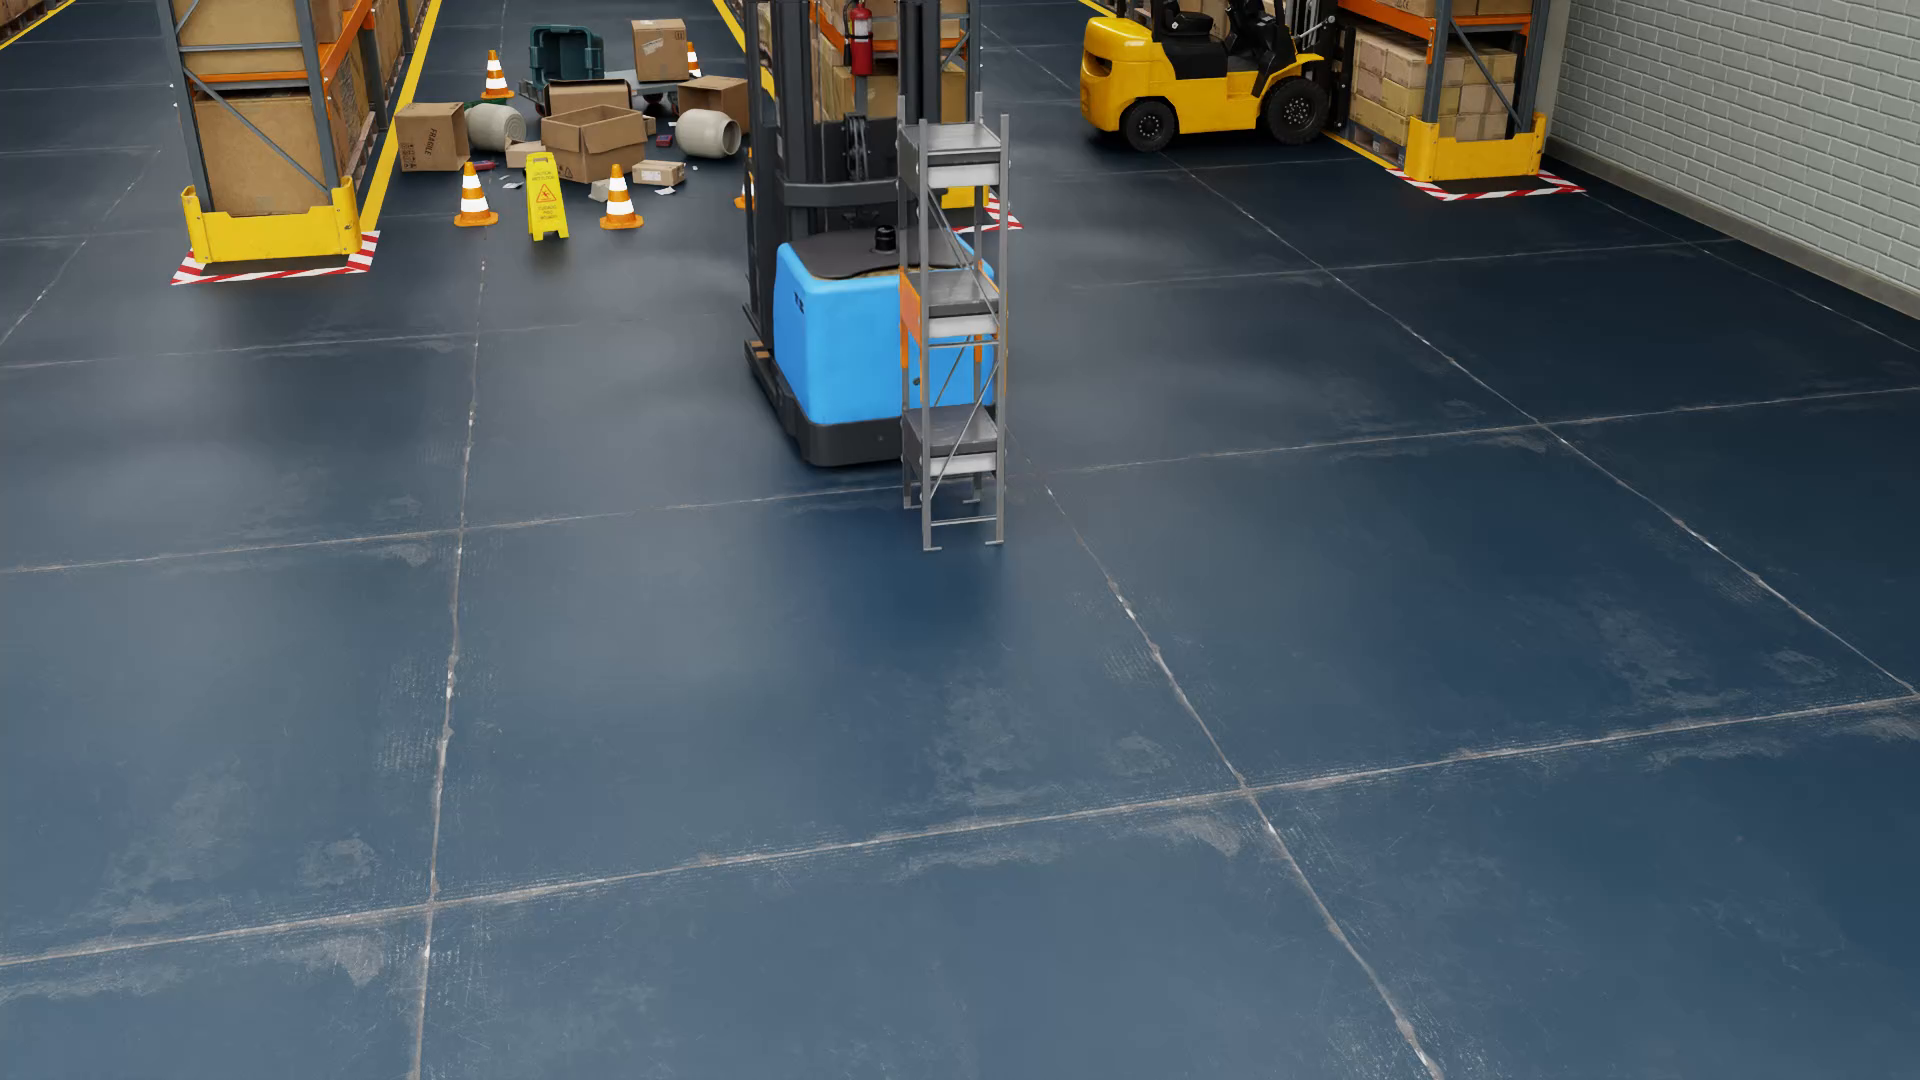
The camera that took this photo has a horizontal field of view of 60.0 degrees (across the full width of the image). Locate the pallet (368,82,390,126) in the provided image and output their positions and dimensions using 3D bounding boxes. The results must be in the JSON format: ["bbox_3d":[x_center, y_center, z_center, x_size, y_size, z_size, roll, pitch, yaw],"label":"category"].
[{"bbox_3d":[-6.288,-4.368,16.670,1.003,0.211,1.213,-6,27,-12],"label":"pallet"}]

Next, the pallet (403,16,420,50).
[{"bbox_3d":[-7.117,-6.136,20.173,1.003,0.211,1.213,-6,27,-12],"label":"pallet"}]

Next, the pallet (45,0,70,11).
[{"bbox_3d":[-12.794,-7.432,22.740,1.003,0.211,1.213,-6,27,-12],"label":"pallet"}]

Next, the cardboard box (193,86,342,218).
[{"bbox_3d":[-5.357,-3.056,12.868,0.875,0.875,0.875,-6,27,-11],"label":"cardboard box"}]

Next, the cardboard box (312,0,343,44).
[{"bbox_3d":[-5.416,-4.249,13.173,0.875,0.550,0.550,-6,27,-12],"label":"cardboard box"}]

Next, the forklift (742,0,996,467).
[{"bbox_3d":[-0.712,-2.344,9.641,1.130,2.935,3.031,-8,28,-15],"label":"forklift"}]

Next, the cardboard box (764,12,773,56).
[{"bbox_3d":[-1.685,-5.694,18.652,0.950,0.372,0.625,-5,27,-10],"label":"cardboard box"}]

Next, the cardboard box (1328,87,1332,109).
[{"bbox_3d":[3.736,-4.378,16.181,0.500,0.250,0.500,-5,27,-10],"label":"cardboard box"}]

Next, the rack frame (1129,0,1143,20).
[{"bbox_3d":[2.693,-8.091,20.951,1.000,3.000,0.127,-6,27,-12],"label":"rack frame"}]

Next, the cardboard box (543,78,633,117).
[{"bbox_3d":[-3.421,-3.943,15.353,0.797,0.637,0.503,-6,27,-12],"label":"cardboard box"}]

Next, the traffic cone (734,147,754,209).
[{"bbox_3d":[-1.693,-2.998,13.677,0.336,0.463,0.334,-6,27,-12],"label":"traffic cone"}]

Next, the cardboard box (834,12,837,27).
[{"bbox_3d":[-0.834,-4.318,13.755,0.380,0.149,0.250,-6,27,-12],"label":"cardboard box"}]

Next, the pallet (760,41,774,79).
[{"bbox_3d":[-1.696,-5.462,18.838,1.003,0.211,1.213,-6,27,-12],"label":"pallet"}]

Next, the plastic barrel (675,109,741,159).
[{"bbox_3d":[-2.280,-3.676,15.063,0.512,0.421,0.421,13,30,24],"label":"plastic barrel"}]

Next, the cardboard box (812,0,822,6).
[{"bbox_3d":[-1.119,-4.876,14.860,0.380,0.149,0.250,-6,27,-12],"label":"cardboard box"}]

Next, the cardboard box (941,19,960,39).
[{"bbox_3d":[-0.214,-4.131,13.384,0.380,0.149,0.250,-6,27,-11],"label":"cardboard box"}]

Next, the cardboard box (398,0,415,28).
[{"bbox_3d":[-6.853,-6.446,20.000,0.500,0.500,0.500,-7,28,-14],"label":"cardboard box"}]

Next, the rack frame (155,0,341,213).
[{"bbox_3d":[-5.139,-3.526,11.907,1.000,3.000,0.127,-6,27,-12],"label":"rack frame"}]

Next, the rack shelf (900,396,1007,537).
[{"bbox_3d":[-0.037,-0.373,8.242,0.431,0.518,0.480,-6,27,-12],"label":"rack shelf"}]

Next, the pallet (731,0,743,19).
[{"bbox_3d":[-2.518,-7.228,22.337,1.003,0.211,1.213,-6,27,-12],"label":"pallet"}]

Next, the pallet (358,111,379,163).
[{"bbox_3d":[-5.946,-3.695,15.337,1.003,0.211,1.213,-6,27,-12],"label":"pallet"}]

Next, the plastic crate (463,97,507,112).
[{"bbox_3d":[-4.725,-4.109,16.119,0.450,0.188,0.662,-2,25,20],"label":"plastic crate"}]

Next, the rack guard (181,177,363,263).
[{"bbox_3d":[-5.134,-2.400,12.449,1.175,0.500,0.348,-6,27,-12],"label":"rack guard"}]

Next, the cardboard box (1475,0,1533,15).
[{"bbox_3d":[4.655,-4.869,14.457,0.500,0.500,0.500,-5,27,-10],"label":"cardboard box"}]

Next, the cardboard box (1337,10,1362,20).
[{"bbox_3d":[3.626,-5.054,16.410,0.500,0.250,0.500,-5,27,-10],"label":"cardboard box"}]

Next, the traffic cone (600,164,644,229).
[{"bbox_3d":[-2.698,-2.736,13.158,0.336,0.463,0.334,-6,27,-12],"label":"traffic cone"}]

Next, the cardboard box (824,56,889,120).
[{"bbox_3d":[-0.895,-3.922,14.444,0.500,0.500,0.500,-5,27,-10],"label":"cardboard box"}]

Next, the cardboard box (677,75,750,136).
[{"bbox_3d":[-2.325,-4.106,15.827,0.500,0.500,0.500,13,30,24],"label":"cardboard box"}]

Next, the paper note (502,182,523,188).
[{"bbox_3d":[-3.829,-3.042,14.245,0.144,0.017,0.142,3,27,6],"label":"paper note"}]

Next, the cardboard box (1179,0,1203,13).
[{"bbox_3d":[3.127,-6.361,19.694,0.875,0.625,0.625,-7,28,-14],"label":"cardboard box"}]

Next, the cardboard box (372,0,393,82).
[{"bbox_3d":[-6.482,-5.152,17.160,1.050,0.750,0.750,-6,27,-12],"label":"cardboard box"}]

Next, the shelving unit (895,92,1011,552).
[{"bbox_3d":[-0.037,-1.010,7.921,0.431,2.100,0.503,-6,27,-12],"label":"shelving unit"}]

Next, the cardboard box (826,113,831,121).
[{"bbox_3d":[-0.893,-3.589,14.617,0.500,0.250,0.500,-6,27,-11],"label":"cardboard box"}]

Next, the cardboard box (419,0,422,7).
[{"bbox_3d":[-7.205,-7.115,21.326,0.500,0.500,0.500,-7,28,-13],"label":"cardboard box"}]

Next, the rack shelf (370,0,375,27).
[{"bbox_3d":[-6.492,-5.839,17.288,1.077,0.370,4.000,-6,27,-12],"label":"rack shelf"}]

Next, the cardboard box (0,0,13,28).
[{"bbox_3d":[-12.126,-6.515,19.720,1.225,0.875,0.875,-6,27,-11],"label":"cardboard box"}]

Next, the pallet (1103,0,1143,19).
[{"bbox_3d":[2.561,-7.177,22.236,1.003,0.211,1.213,-6,27,-12],"label":"pallet"}]

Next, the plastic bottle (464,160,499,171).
[{"bbox_3d":[-4.248,-3.324,14.768,0.283,0.061,0.133,-16,31,-29],"label":"plastic bottle"}]

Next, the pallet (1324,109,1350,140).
[{"bbox_3d":[4.011,-4.200,16.337,1.003,0.211,1.213,-6,27,-12],"label":"pallet"}]

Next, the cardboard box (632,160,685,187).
[{"bbox_3d":[-2.603,-3.170,14.366,0.380,0.149,0.250,8,28,15],"label":"cardboard box"}]

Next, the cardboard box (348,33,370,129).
[{"bbox_3d":[-5.967,-4.238,15.209,0.875,0.875,0.875,-6,27,-11],"label":"cardboard box"}]

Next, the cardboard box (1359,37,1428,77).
[{"bbox_3d":[3.967,-4.379,15.073,0.500,0.250,0.500,-5,27,-11],"label":"cardboard box"}]

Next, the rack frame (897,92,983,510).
[{"bbox_3d":[-0.092,-1.117,8.133,0.400,2.100,0.015,-6,27,-12],"label":"rack frame"}]

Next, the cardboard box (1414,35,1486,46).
[{"bbox_3d":[4.456,-4.434,15.182,0.500,0.250,0.500,-6,27,-12],"label":"cardboard box"}]

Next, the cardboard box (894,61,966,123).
[{"bbox_3d":[-0.258,-3.760,14.124,0.500,0.500,0.500,-7,28,-13],"label":"cardboard box"}]

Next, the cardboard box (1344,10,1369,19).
[{"bbox_3d":[4.123,-5.100,16.502,0.500,0.250,0.500,-6,27,-11],"label":"cardboard box"}]

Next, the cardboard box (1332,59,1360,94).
[{"bbox_3d":[3.842,-4.390,15.649,0.500,0.250,0.500,-7,28,-13],"label":"cardboard box"}]

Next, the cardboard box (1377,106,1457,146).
[{"bbox_3d":[4.082,-3.713,14.863,0.500,0.250,0.500,-6,27,-11],"label":"cardboard box"}]

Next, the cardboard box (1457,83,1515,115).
[{"bbox_3d":[4.592,-3.989,14.856,0.500,0.250,0.500,-5,27,-11],"label":"cardboard box"}]

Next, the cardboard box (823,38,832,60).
[{"bbox_3d":[-0.976,-4.248,14.370,0.380,0.149,0.250,-5,27,-11],"label":"cardboard box"}]

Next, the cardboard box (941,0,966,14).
[{"bbox_3d":[-0.176,-4.487,13.369,0.500,0.500,0.500,-6,27,-12],"label":"cardboard box"}]
